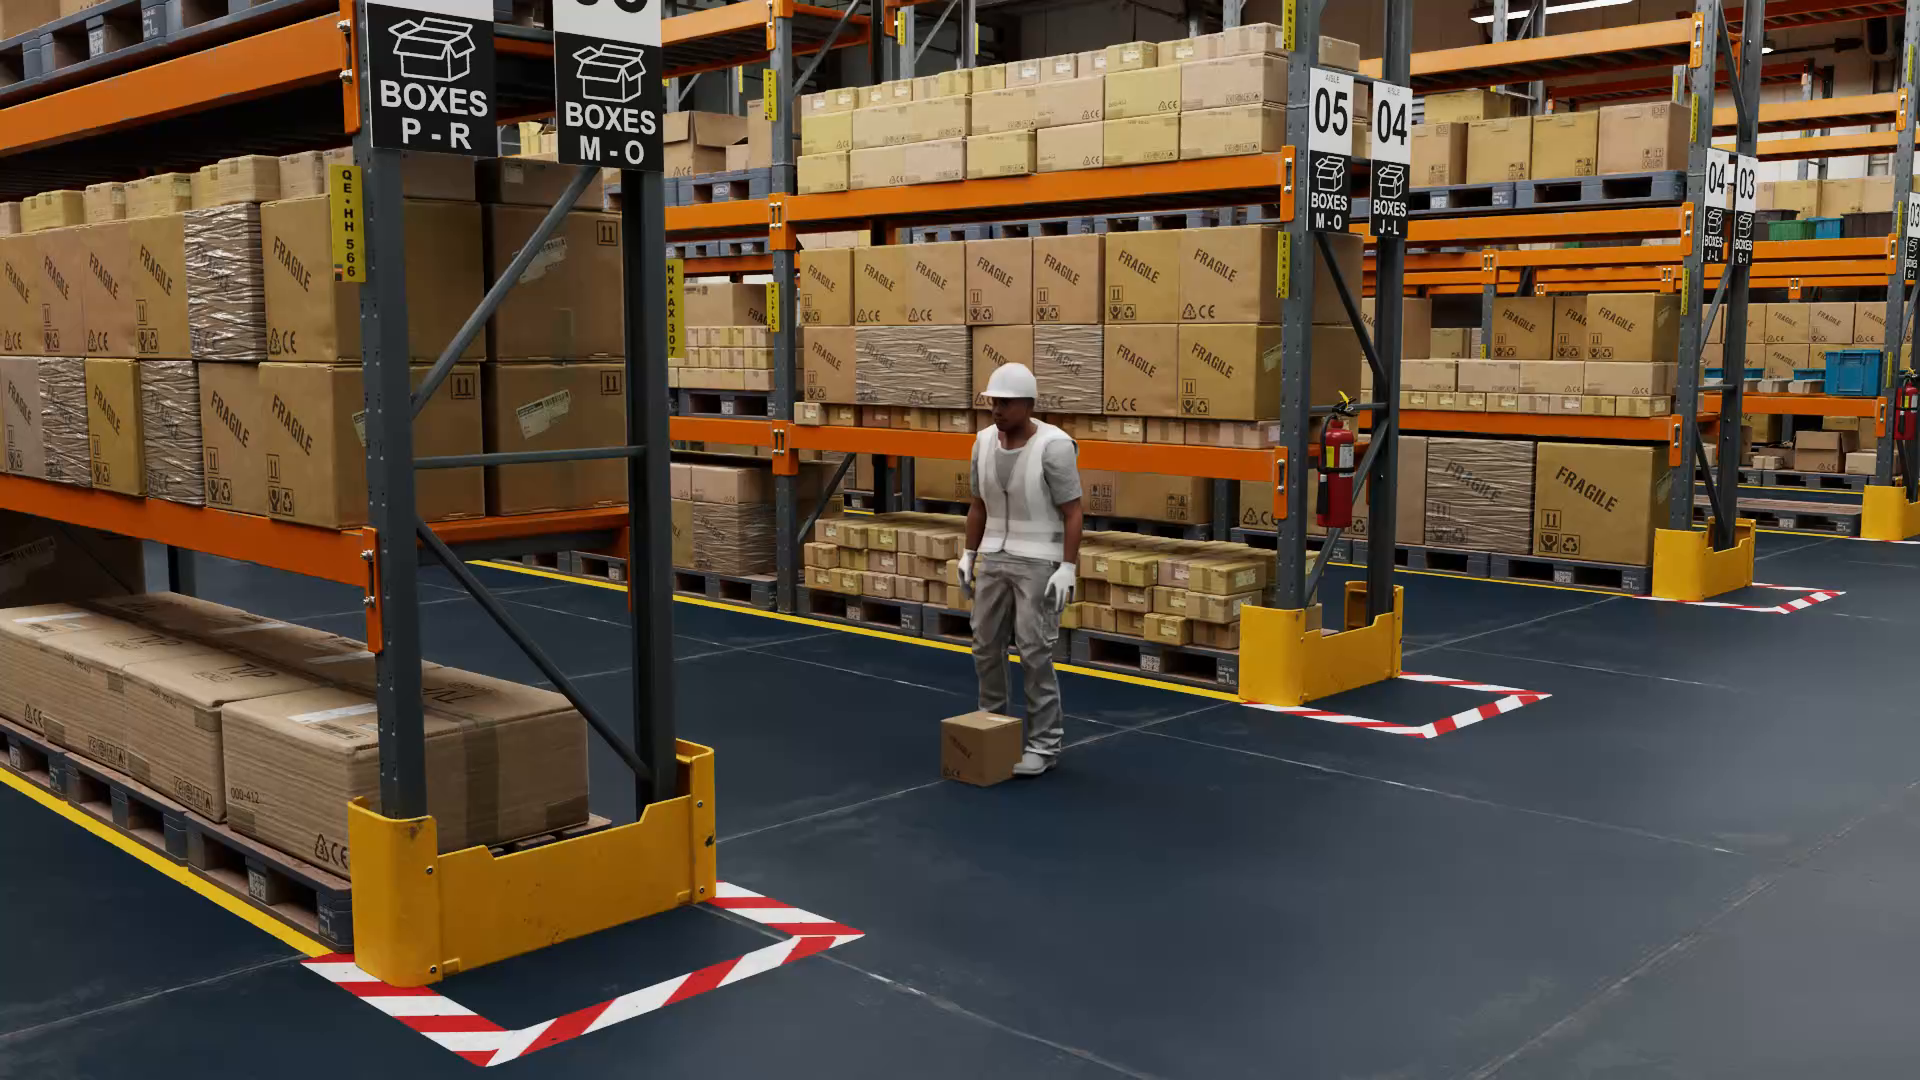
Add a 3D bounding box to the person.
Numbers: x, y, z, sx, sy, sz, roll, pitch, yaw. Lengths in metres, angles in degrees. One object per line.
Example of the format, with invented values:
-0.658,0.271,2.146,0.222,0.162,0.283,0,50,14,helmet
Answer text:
0.247,0.120,7.231,0.615,1.772,0.453,6,9,41,person
